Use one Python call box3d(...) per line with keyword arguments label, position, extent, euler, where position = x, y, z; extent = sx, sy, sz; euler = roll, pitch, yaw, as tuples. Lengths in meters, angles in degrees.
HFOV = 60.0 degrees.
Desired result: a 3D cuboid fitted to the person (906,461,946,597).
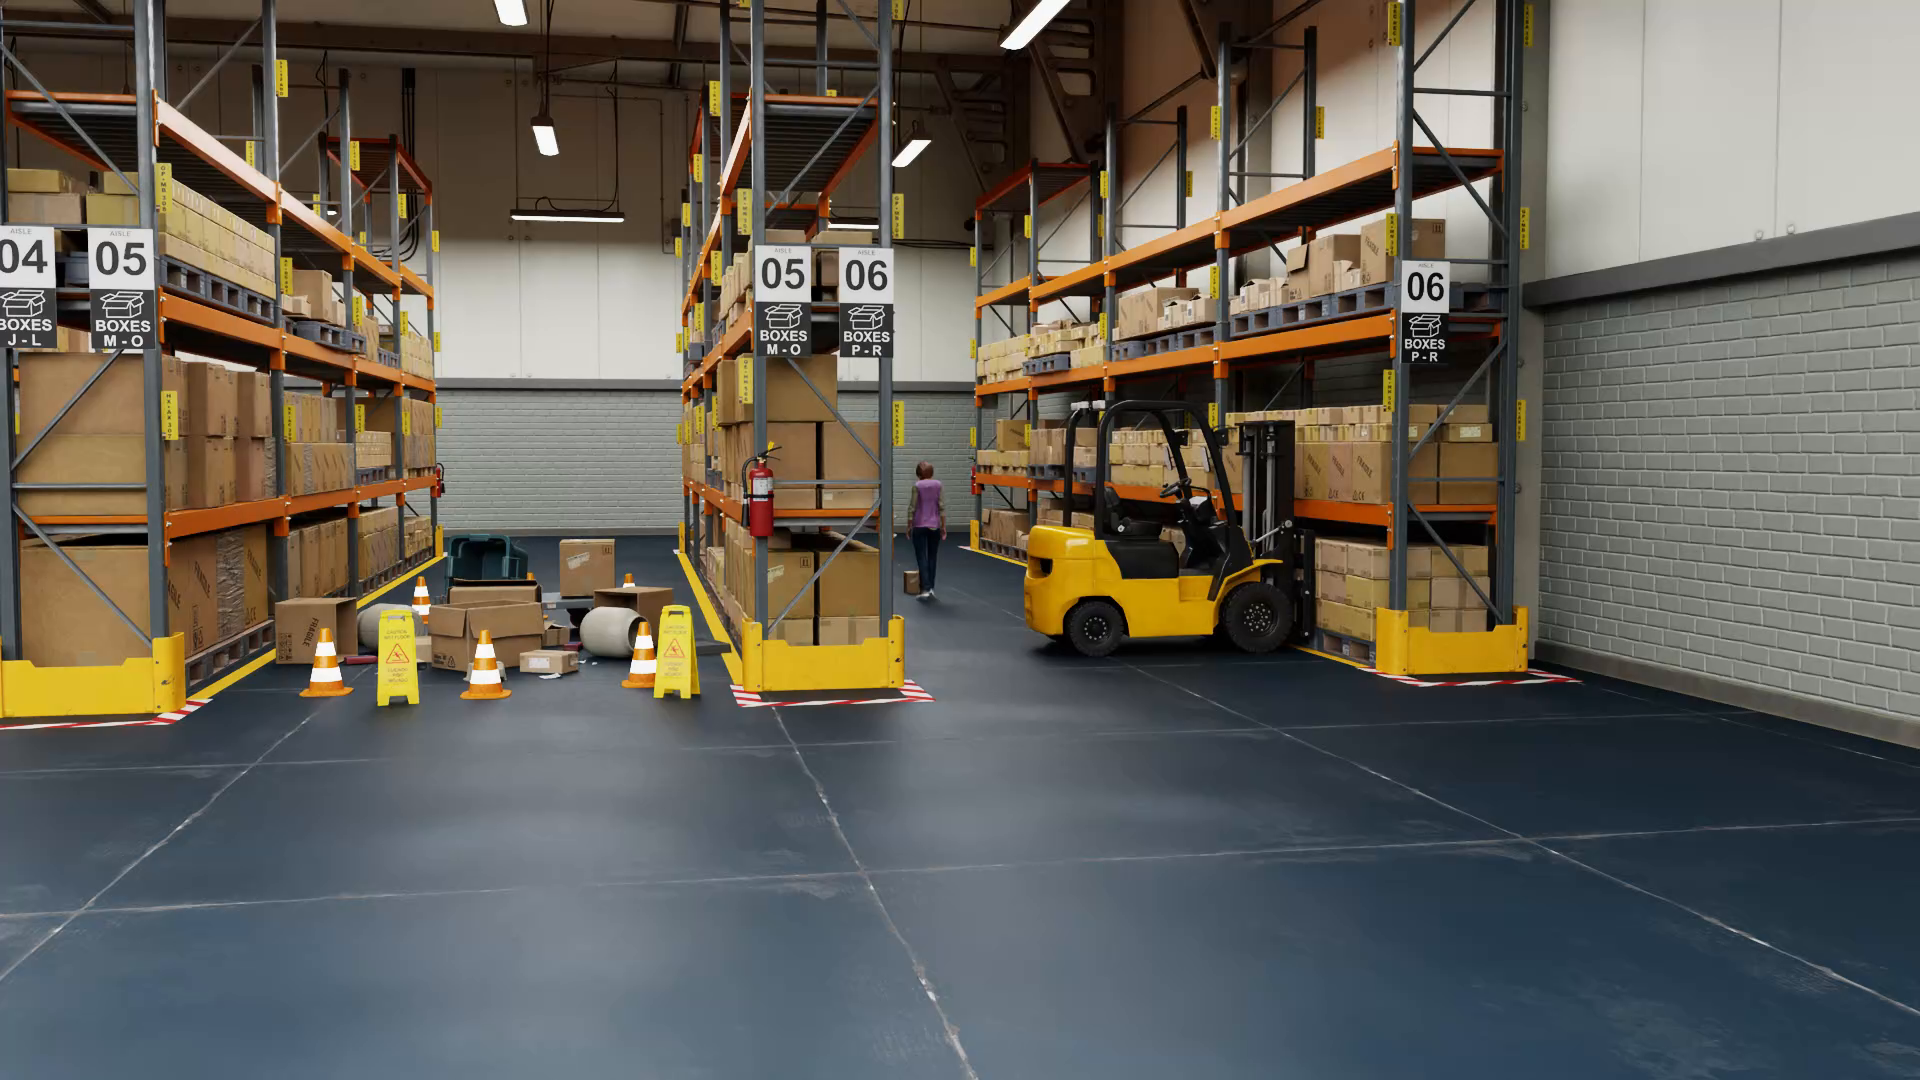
box3d(label="person", position=(-0.422, -0.122, 19.352), extent=(0.455, 1.560, 0.681), euler=(-1, 3, -19))
